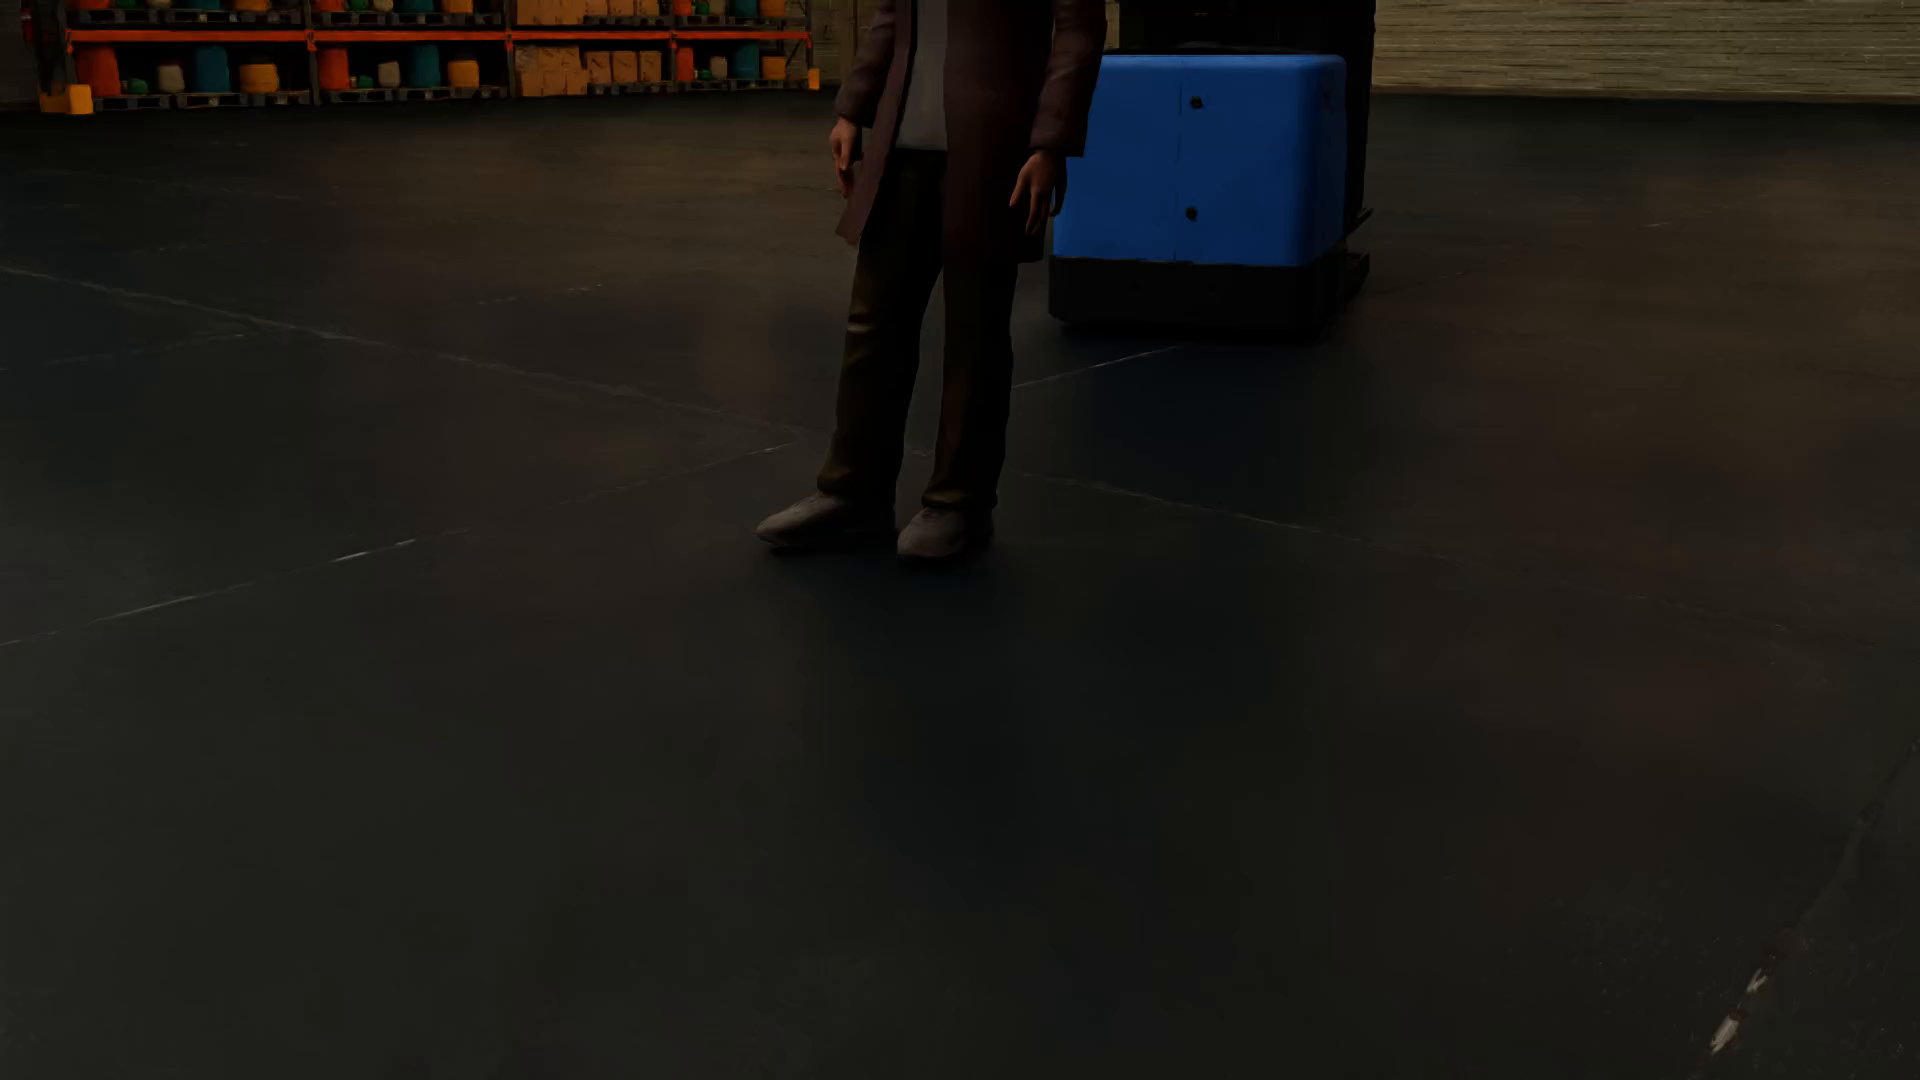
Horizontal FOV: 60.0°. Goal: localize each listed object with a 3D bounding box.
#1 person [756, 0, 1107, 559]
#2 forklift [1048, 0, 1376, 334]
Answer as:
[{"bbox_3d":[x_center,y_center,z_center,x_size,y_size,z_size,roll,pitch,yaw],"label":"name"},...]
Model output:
[{"bbox_3d":[-0.062,-0.838,3.617,0.694,1.776,0.580,13,21,37],"label":"person"},{"bbox_3d":[1.321,-2.590,7.428,1.130,2.935,3.031,6,18,18],"label":"forklift"}]
